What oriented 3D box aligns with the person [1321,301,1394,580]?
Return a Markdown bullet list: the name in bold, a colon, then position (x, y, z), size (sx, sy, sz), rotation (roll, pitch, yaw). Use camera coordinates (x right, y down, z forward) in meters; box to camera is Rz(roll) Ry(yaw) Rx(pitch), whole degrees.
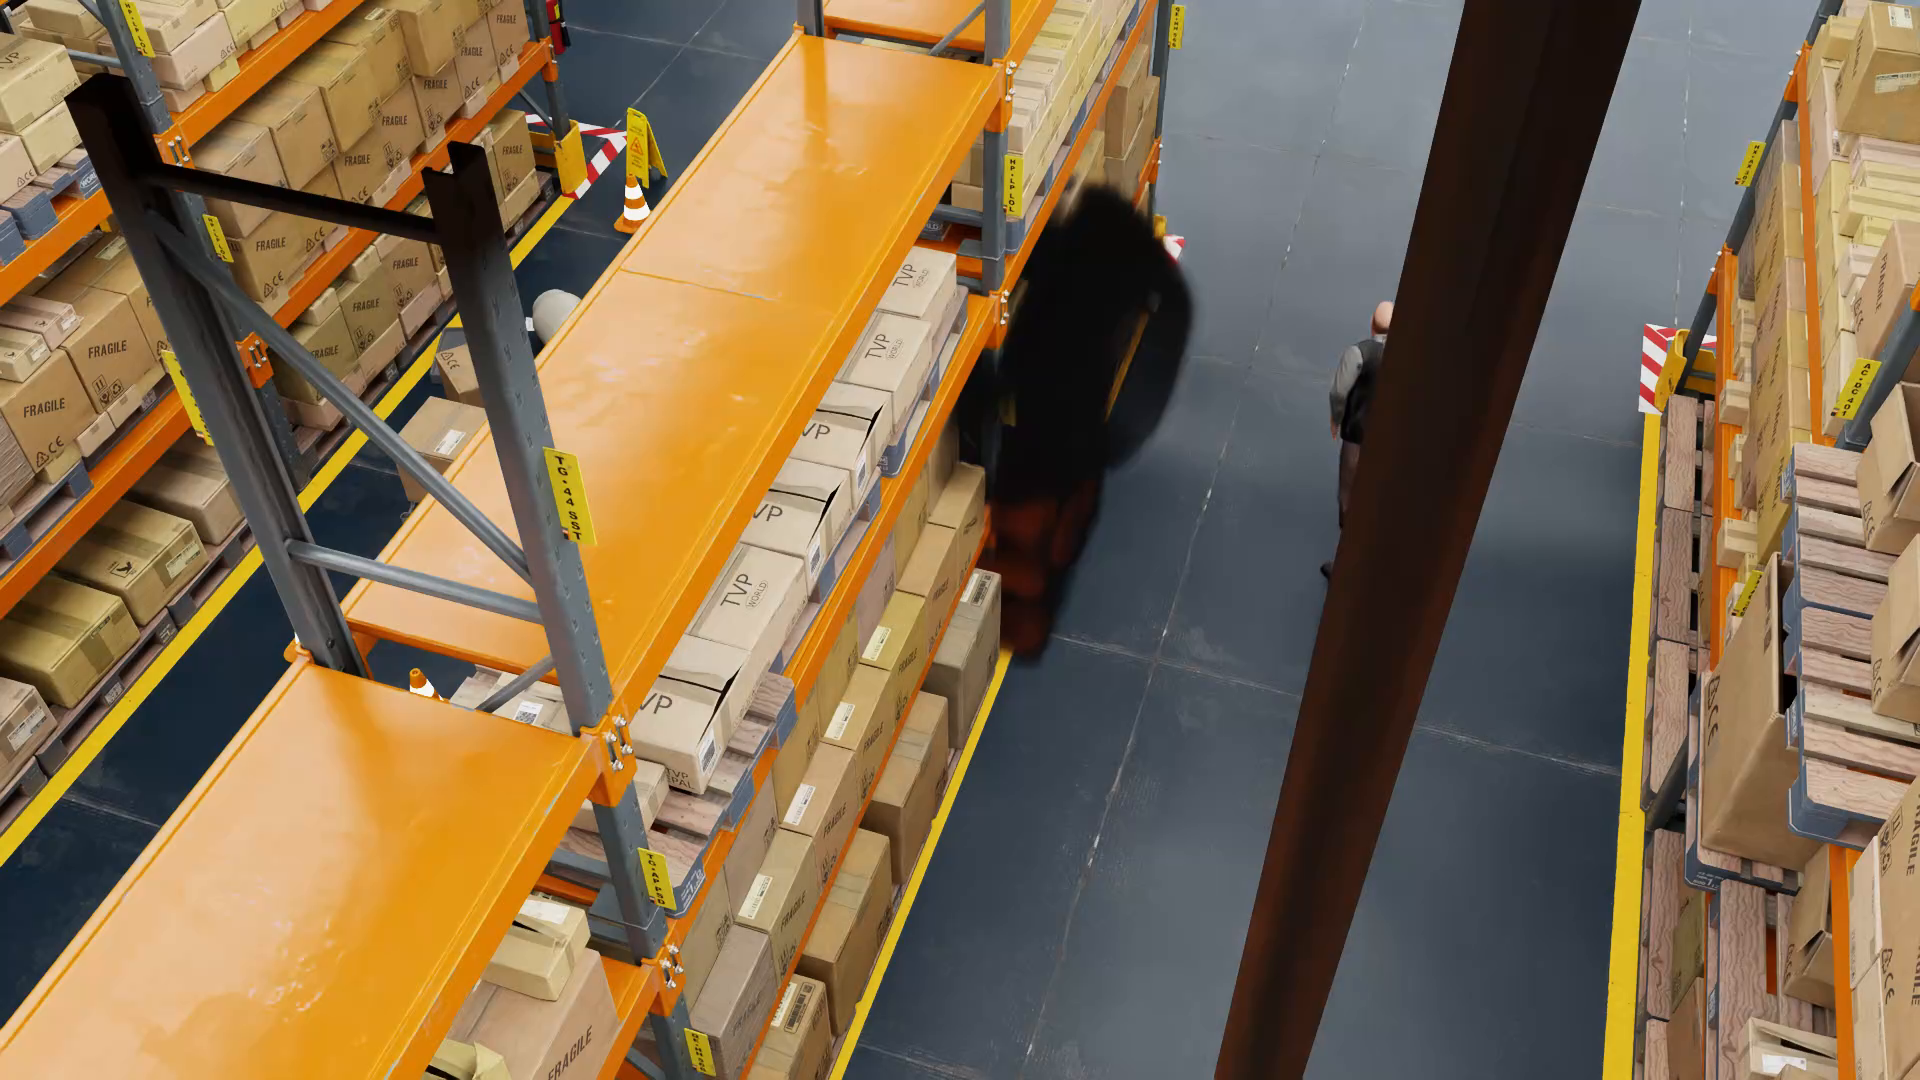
- **person**: position (2.536, -0.590, 10.242), size (0.659, 1.604, 0.870), rotation (-11, 47, -11)
